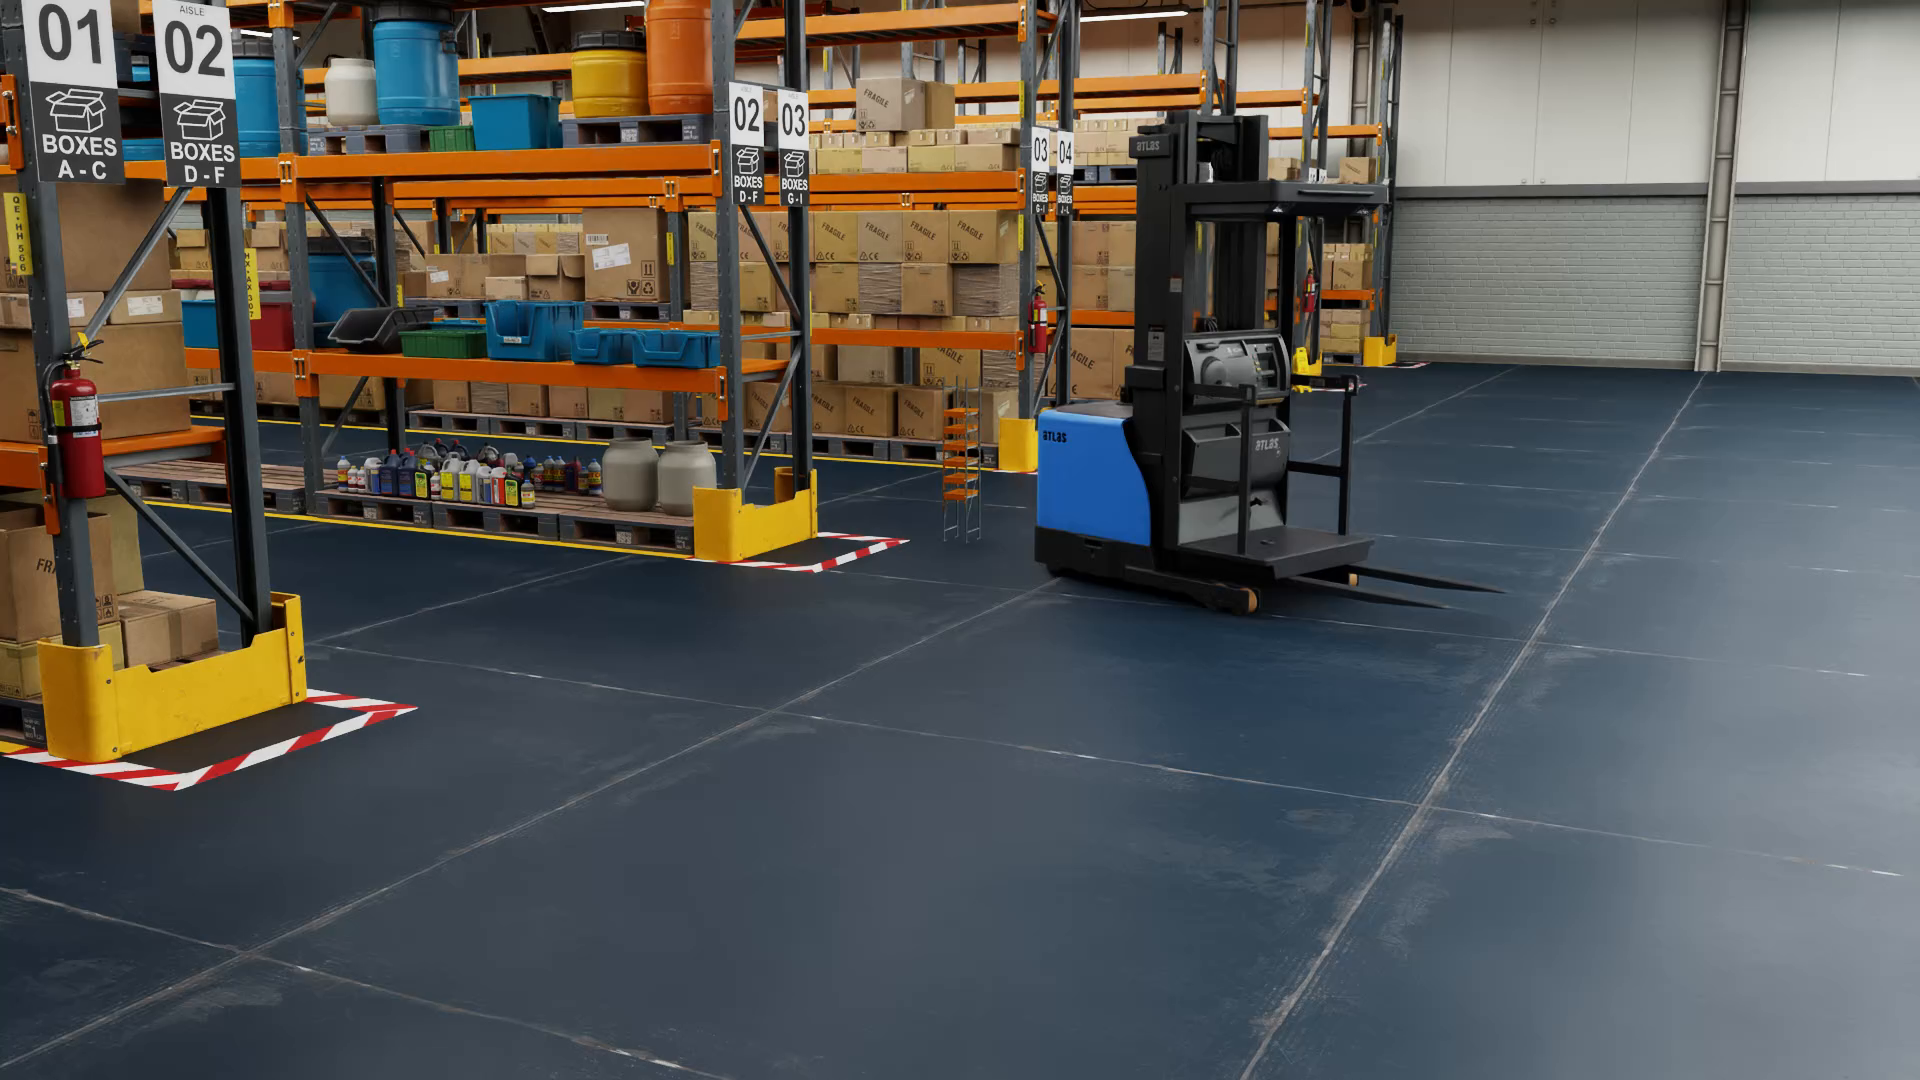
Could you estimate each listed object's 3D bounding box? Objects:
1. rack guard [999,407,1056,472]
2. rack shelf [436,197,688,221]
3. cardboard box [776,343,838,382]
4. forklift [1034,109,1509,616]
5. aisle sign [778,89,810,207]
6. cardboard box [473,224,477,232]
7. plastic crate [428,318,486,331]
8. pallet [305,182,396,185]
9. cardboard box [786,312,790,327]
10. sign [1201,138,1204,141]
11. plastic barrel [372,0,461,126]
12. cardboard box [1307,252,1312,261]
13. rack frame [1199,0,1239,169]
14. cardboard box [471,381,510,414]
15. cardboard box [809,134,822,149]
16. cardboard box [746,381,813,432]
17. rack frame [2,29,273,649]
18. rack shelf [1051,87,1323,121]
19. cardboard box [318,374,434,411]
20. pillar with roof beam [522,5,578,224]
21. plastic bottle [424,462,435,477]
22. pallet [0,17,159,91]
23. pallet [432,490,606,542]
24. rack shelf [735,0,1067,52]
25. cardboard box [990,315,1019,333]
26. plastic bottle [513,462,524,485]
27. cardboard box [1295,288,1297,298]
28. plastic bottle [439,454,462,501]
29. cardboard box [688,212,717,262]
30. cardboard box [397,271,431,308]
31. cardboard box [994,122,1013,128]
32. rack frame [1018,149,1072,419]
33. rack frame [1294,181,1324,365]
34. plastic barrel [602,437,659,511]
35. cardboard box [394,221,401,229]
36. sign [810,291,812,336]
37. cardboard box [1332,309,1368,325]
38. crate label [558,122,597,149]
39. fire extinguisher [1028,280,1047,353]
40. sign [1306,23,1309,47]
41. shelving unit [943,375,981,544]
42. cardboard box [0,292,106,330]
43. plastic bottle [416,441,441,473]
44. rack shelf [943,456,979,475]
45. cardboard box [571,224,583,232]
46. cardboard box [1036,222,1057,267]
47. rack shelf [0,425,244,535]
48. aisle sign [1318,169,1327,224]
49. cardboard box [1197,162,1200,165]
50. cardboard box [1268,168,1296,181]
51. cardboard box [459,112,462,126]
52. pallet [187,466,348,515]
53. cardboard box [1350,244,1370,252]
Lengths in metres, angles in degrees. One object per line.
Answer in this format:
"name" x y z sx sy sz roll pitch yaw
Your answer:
"rack guard" 0.762 -0.995 16.327 0.348 0.500 1.175 5 11 26
"rack shelf" -5.853 -4.914 24.555 4.000 0.370 1.077 5 11 26
"cardboard box" -1.932 -2.530 22.923 0.750 0.750 1.050 5 11 26
"forklift" 1.851 -1.099 10.072 1.130 2.935 3.031 -9 14 -41
"aisle sign" -1.168 -2.749 11.696 0.004 0.787 0.394 5 11 26
"cardboard box" -8.938 -5.851 31.228 0.250 0.149 0.380 5 12 27
"plastic crate" -3.836 -1.627 13.213 0.616 0.251 0.499 5 11 26
"pallet" -6.945 -4.275 19.538 1.003 0.211 1.213 6 12 28
"cardboard box" -1.566 -2.252 16.954 0.250 0.149 0.380 5 11 26
"sign" 2.862 -4.791 19.592 0.005 0.325 0.100 5 11 26
"plastic barrel" -4.104 -3.577 12.565 0.708 0.901 0.600 5 11 26
"cardboard box" 6.307 -5.013 29.405 0.250 0.149 0.380 5 11 25
"rack frame" 3.115 -5.956 19.870 0.127 3.000 1.000 5 11 26
"cardboard box" -5.232 -1.745 19.233 0.500 0.500 0.700 4 11 21
"cardboard box" -1.416 -3.962 16.575 0.250 0.149 0.380 5 11 25
"cardboard box" -1.899 -1.430 17.546 0.500 0.500 0.500 10 14 44
"rack frame" -3.557 -0.638 7.331 0.127 3.000 1.000 5 11 26
"rack shelf" 3.421 -6.556 25.217 4.000 0.370 1.077 5 11 26
"cardboard box" -6.954 -2.069 20.025 0.875 0.875 1.225 4 11 23
"pillar with roof beam" -10.865 -8.477 33.800 0.548 9.000 9.100 5 11 26
"plastic bottle" -4.091 -0.467 12.815 0.097 0.271 0.097 0 10 0
"pallet" -4.180 -2.130 7.402 1.213 0.211 1.003 5 11 26
"pallet" -3.267 -0.216 12.831 1.213 0.211 1.003 5 11 26
"rack shelf" -0.964 -4.974 16.472 4.000 0.370 1.077 5 11 26
"cardboard box" 0.483 -2.085 16.035 0.250 0.149 0.380 5 11 26
"plastic bottle" -3.520 -0.520 13.300 0.097 0.201 0.097 0 10 0
"cardboard box" 5.002 -3.738 25.169 0.250 0.149 0.380 5 11 26
"plastic bottle" -3.858 -0.478 12.654 0.185 0.351 0.144 5 11 25
"cardboard box" -2.466 -3.146 17.268 0.500 0.500 0.500 5 11 26
"cardboard box" -6.660 -2.981 19.997 0.500 0.500 0.500 5 12 27
"cardboard box" 0.619 -5.157 20.883 0.250 0.149 0.380 5 11 26
"rack frame" 0.830 -2.220 16.071 0.127 3.000 1.000 5 11 26
"rack frame" 5.215 -3.802 24.816 0.127 3.000 1.000 5 11 26
"plastic barrel" -2.435 -0.490 12.322 0.421 0.512 0.421 0 10 0
"cardboard box" -8.654 -4.671 25.691 0.500 0.500 0.500 5 11 24
"sign" -1.115 -1.652 12.159 0.005 0.325 0.100 5 11 26
"cardboard box" 6.857 -3.927 29.242 0.500 0.250 0.500 5 12 28
"crate label" -2.894 -3.032 12.553 0.408 0.251 0.502 5 11 26
"fire extinguisher" 0.728 -2.099 15.622 0.183 0.674 0.296 5 11 26
"sign" 4.951 -7.205 23.704 0.005 0.325 0.100 5 11 26
"shelving unit" 0.013 -0.589 12.117 0.189 1.200 0.258 5 11 26
"cardboard box" -3.984 -1.006 7.263 0.250 0.149 0.380 5 11 25
"plastic bottle" -4.308 -0.629 13.485 0.185 0.351 0.144 5 11 26
"rack shelf" 0.013 -0.546 12.125 0.180 0.103 0.258 5 11 26
"cardboard box" -6.847 -5.672 30.238 0.250 0.149 0.380 5 11 25
"cardboard box" 1.290 -3.760 21.128 0.500 0.550 0.875 5 11 26
"rack shelf" -5.350 -0.441 8.266 4.000 0.370 1.077 5 11 26
"aisle sign" 5.407 -5.126 24.831 0.004 0.787 0.394 5 11 26
"cardboard box" 2.949 -4.690 20.545 0.250 0.149 0.380 5 11 26
"cardboard box" 4.636 -5.348 24.521 0.500 0.250 0.500 5 11 25
"cardboard box" -5.584 -4.502 18.578 0.500 0.500 0.500 5 11 26
"pallet" -5.670 -0.427 13.998 1.213 0.211 1.003 5 11 26
"cardboard box" 6.993 -5.105 29.075 0.250 0.149 0.380 5 11 26
